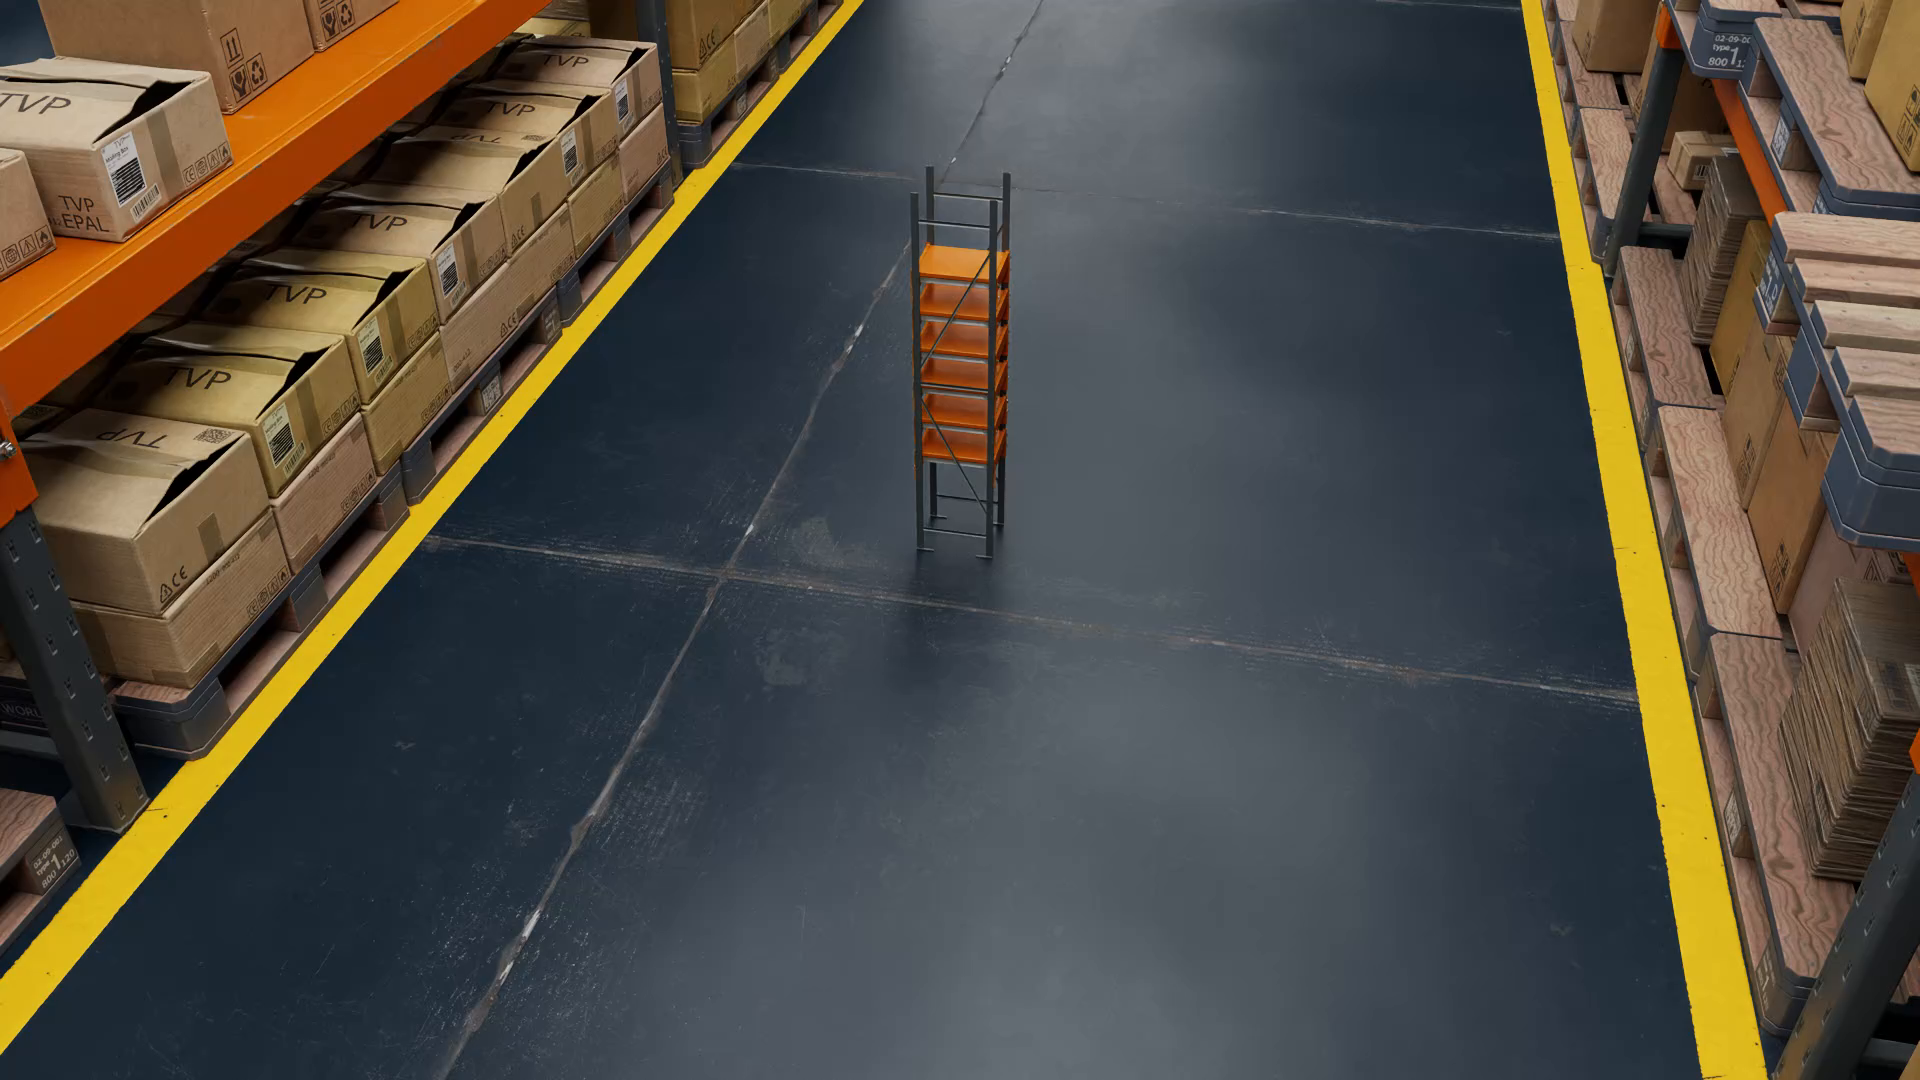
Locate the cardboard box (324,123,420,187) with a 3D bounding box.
[{"bbox_3d":[-2.296,-1.349,6.062,0.500,0.311,0.500,6,36,8],"label":"cardboard box"}]

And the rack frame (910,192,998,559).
[{"bbox_3d":[-0.016,-0.442,4.837,0.240,1.200,0.006,7,37,10],"label":"rack frame"}]

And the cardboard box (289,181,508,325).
[{"bbox_3d":[-1.874,-0.997,5.577,0.500,0.311,0.500,7,36,9],"label":"cardboard box"}]

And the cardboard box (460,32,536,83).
[{"bbox_3d":[-2.074,-1.932,6.867,0.500,0.311,0.500,7,37,10],"label":"cardboard box"}]

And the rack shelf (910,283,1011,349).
[{"bbox_3d":[0.003,-0.652,4.795,0.258,0.103,0.180,7,37,10],"label":"rack shelf"}]

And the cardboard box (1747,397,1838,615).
[{"bbox_3d":[2.648,-0.096,4.582,0.700,0.500,0.500,7,37,10],"label":"cardboard box"}]

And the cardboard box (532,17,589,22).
[{"bbox_3d":[-1.741,-2.489,8.114,0.500,0.250,0.500,7,37,10],"label":"cardboard box"}]

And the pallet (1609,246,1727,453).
[{"bbox_3d":[2.933,-0.660,5.980,1.003,0.211,1.213,7,37,10],"label":"pallet"}]

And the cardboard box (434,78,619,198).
[{"bbox_3d":[-1.654,-1.571,6.368,0.500,0.311,0.500,8,37,11],"label":"cardboard box"}]

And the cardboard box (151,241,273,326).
[{"bbox_3d":[-2.511,-0.764,5.255,0.500,0.311,0.500,7,37,10],"label":"cardboard box"}]

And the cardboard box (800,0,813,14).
[{"bbox_3d":[-1.023,-2.998,8.816,0.500,0.250,0.500,7,37,10],"label":"cardboard box"}]

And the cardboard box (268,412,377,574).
[{"bbox_3d":[-2.092,-0.169,4.913,0.500,0.250,0.500,6,36,9],"label":"cardboard box"}]

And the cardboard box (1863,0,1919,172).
[{"bbox_3d":[2.578,-1.148,3.818,0.700,0.500,0.500,7,37,10],"label":"cardboard box"}]

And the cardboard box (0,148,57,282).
[{"bbox_3d":[-2.477,-0.728,3.774,0.500,0.311,0.500,10,37,13],"label":"cardboard box"}]

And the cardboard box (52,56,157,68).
[{"bbox_3d":[-2.380,-1.197,4.560,0.380,0.149,0.250,10,37,13],"label":"cardboard box"}]

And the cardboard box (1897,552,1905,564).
[{"bbox_3d":[2.529,-0.150,4.017,0.500,0.250,0.500,8,37,11],"label":"cardboard box"}]

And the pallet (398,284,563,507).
[{"bbox_3d":[-2.120,-0.596,5.893,1.003,0.211,1.213,7,37,10],"label":"pallet"}]

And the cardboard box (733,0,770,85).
[{"bbox_3d":[-1.236,-2.425,8.024,0.500,0.250,0.500,7,37,10],"label":"cardboard box"}]

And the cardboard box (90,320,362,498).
[{"bbox_3d":[-2.094,-0.410,4.767,0.500,0.311,0.500,6,36,9],"label":"cardboard box"}]

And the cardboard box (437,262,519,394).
[{"bbox_3d":[-1.877,-0.762,5.730,0.500,0.250,0.500,8,37,11],"label":"cardboard box"}]

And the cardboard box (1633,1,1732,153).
[{"bbox_3d":[3.280,-2.001,7.210,0.500,0.500,0.500,5,36,6],"label":"cardboard box"}]

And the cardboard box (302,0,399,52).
[{"bbox_3d":[-2.142,-1.867,5.185,0.500,0.500,0.500,7,37,10],"label":"cardboard box"}]

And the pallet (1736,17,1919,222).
[{"bbox_3d":[2.626,-1.004,4.243,1.003,0.211,1.213,7,37,10],"label":"pallet"}]

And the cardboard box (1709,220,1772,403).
[{"bbox_3d":[2.895,-0.675,5.380,0.700,0.500,0.500,7,36,9],"label":"cardboard box"}]

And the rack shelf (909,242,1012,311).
[{"bbox_3d":[0.003,-0.750,4.724,0.258,0.103,0.180,7,37,10],"label":"rack shelf"}]

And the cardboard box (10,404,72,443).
[{"bbox_3d":[-2.726,-0.176,4.444,0.500,0.311,0.500,8,37,11],"label":"cardboard box"}]

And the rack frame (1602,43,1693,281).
[{"bbox_3d":[3.097,-2.235,5.778,1.000,3.000,0.127,7,37,10],"label":"rack frame"}]

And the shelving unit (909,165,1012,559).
[{"bbox_3d":[0.003,-0.494,4.909,0.258,1.200,0.189,7,37,10],"label":"shelving unit"}]

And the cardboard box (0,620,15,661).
[{"bbox_3d":[-2.723,0.050,4.610,0.500,0.250,0.500,8,37,11],"label":"cardboard box"}]

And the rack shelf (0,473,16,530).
[{"bbox_3d":[-3.024,0.877,2.097,1.077,0.370,4.000,7,37,10],"label":"rack shelf"}]

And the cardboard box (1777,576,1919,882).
[{"bbox_3d":[2.346,0.473,3.797,0.700,0.500,0.500,8,37,11],"label":"cardboard box"}]

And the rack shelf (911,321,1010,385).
[{"bbox_3d":[0.003,-0.555,4.865,0.258,0.103,0.180,7,37,10],"label":"rack shelf"}]

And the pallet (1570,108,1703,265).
[{"bbox_3d":[3.206,-1.496,7.134,1.003,0.211,1.213,7,37,10],"label":"pallet"}]

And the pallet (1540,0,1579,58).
[{"bbox_3d":[3.727,-2.894,9.064,1.003,0.211,1.213,7,37,10],"label":"pallet"}]

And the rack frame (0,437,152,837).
[{"bbox_3d":[-2.597,-0.561,3.468,1.000,3.000,0.127,7,37,10],"label":"rack frame"}]

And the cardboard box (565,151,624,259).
[{"bbox_3d":[-1.658,-1.347,6.537,0.500,0.250,0.500,7,36,9],"label":"cardboard box"}]

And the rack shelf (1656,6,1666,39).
[{"bbox_3d":[3.525,-3.091,7.571,1.077,0.370,4.000,7,37,10],"label":"rack shelf"}]

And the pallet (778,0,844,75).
[{"bbox_3d":[-1.274,-2.877,9.040,1.003,0.211,1.213,7,37,10],"label":"pallet"}]

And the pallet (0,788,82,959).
[{"bbox_3d":[-2.794,0.992,3.702,1.003,0.211,1.213,7,37,10],"label":"pallet"}]

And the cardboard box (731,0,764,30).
[{"bbox_3d":[-1.239,-2.729,7.805,0.500,0.500,0.500,7,37,10],"label":"cardboard box"}]
